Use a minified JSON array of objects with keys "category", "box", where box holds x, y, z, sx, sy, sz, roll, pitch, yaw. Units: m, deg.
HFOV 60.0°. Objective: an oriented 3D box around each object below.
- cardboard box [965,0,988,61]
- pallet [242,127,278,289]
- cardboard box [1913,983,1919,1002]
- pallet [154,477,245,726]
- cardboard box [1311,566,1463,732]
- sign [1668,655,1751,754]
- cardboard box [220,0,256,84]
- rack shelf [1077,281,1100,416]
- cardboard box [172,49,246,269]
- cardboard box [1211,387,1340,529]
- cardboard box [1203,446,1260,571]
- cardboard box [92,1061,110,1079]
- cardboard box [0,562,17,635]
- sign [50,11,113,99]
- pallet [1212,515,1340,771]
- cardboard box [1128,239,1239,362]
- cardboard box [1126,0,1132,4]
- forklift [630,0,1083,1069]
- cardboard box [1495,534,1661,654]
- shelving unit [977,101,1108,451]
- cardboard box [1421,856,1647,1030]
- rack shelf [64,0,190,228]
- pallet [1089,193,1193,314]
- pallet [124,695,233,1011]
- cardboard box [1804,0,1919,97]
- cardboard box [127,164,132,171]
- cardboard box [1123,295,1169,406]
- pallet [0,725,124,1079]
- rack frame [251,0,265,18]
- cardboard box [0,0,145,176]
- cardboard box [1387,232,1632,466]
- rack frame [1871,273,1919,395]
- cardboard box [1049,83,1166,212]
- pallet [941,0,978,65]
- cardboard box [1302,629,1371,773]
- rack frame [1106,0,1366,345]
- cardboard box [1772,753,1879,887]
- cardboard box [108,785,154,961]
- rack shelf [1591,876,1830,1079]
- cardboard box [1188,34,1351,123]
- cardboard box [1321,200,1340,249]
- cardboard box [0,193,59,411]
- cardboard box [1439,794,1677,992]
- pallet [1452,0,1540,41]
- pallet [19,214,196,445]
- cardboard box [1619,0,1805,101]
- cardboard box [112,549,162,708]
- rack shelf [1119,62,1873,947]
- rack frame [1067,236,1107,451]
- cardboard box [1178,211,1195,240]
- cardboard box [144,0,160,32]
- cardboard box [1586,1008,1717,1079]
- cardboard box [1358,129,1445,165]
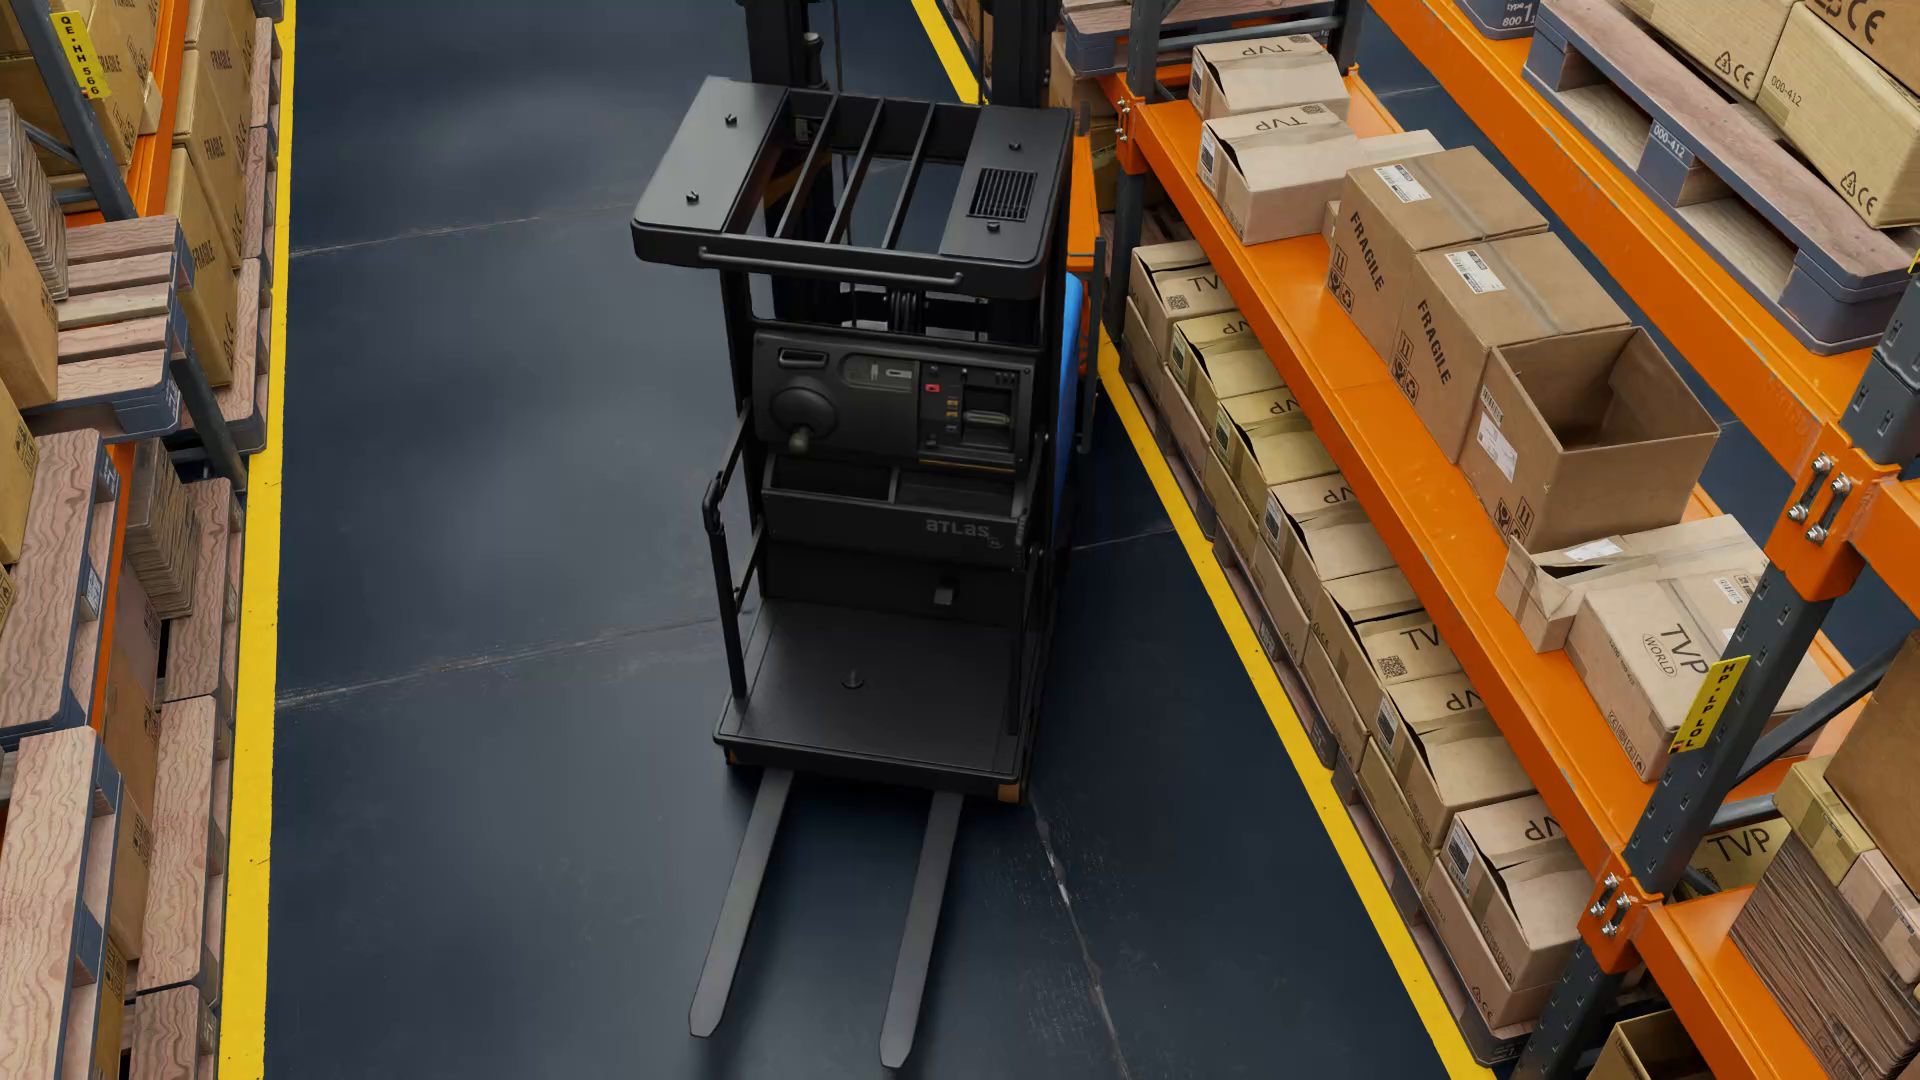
[{"category":"cardboard box","box":[0.332,-3.063,9.344,0.500,0.500,0.500,-10,46,-10]},{"category":"pallet","box":[-4.026,-1.628,8.448,1.003,0.211,1.213,-11,47,-10]},{"category":"cardboard box","box":[2.237,0.959,3.437,0.380,0.149,0.250,-12,47,-11]},{"category":"pallet","box":[-3.390,0.311,6.548,1.003,0.211,1.213,-11,47,-10]},{"category":"cardboard box","box":[1.578,0.337,5.808,0.500,0.311,0.500,-11,47,-10]},{"category":"sign","box":[1.701,0.377,3.776,0.100,0.325,0.005,-11,47,-10]},{"category":"cardboard box","box":[-4.320,-2.936,8.989,0.750,0.750,0.750,-10,46,-10]},{"category":"rack shelf","box":[0.328,-0.993,7.529,0.538,0.278,1.000,0,46,0]},{"category":"cardboard box","box":[-3.868,-1.737,7.814,0.750,0.750,0.750,-11,47,-11]},{"category":"cardboard box","box":[1.321,-0.365,6.497,0.500,0.311,0.500,-12,47,-11]},{"category":"cardboard box","box":[1.318,-0.178,6.706,0.500,0.250,0.500,-12,47,-11]},{"category":"cardboard box","box":[-2.769,1.773,4.605,0.700,0.500,0.500,-9,46,-9]},{"category":"cardboard box","box":[-2.997,0.174,4.352,0.700,0.500,0.500,-5,46,-5]},{"category":"sign","box":[-3.066,-1.688,5.800,0.100,0.325,0.005,-11,47,-10]},{"category":"pallet","box":[1.681,0.279,6.579,1.003,0.211,1.213,-11,47,-10]},{"category":"cardboard box","box":[1.050,-1.079,7.196,0.500,0.311,0.500,-9,46,-9]},{"category":"cardboard box","box":[0.929,-2.709,7.192,0.700,0.500,0.500,-26,51,-23]},{"category":"forklift","box":[-0.257,-0.354,5.295,1.130,2.935,3.031,7,46,7]},{"category":"cardboard box","box":[1.821,0.122,4.875,0.396,0.266,0.258,-12,47,-11]},{"category":"shelving unit","box":[0.328,-1.164,7.354,0.538,1.125,1.048,0,46,0]},{"category":"cardboard box","box":[1.837,1.231,5.326,0.500,0.250,0.500,-11,47,-11]},{"category":"rack shelf","box":[-4.100,-2.334,7.691,1.077,0.370,4.000,-11,47,-10]},{"category":"pallet","box":[1.045,-1.659,8.479,1.003,0.211,1.213,-11,47,-10]},{"category":"pallet","box":[-3.081,1.152,5.724,1.003,0.211,1.213,-11,47,-10]},{"category":"cardboard box","box":[2.104,-1.191,3.254,0.500,0.500,0.500,-10,46,-10]},{"category":"cardboard box","box":[-3.505,-1.569,6.600,0.380,0.149,0.250,-10,46,-10]},{"category":"cardboard box","box":[1.050,-0.882,7.396,0.500,0.250,0.500,-11,47,-10]},{"category":"pallet","box":[-2.619,1.070,3.986,1.003,0.211,1.213,-11,47,-10]},{"category":"rack frame","box":[-4.612,-3.966,8.788,1.000,3.000,0.127,-11,47,-10]},{"category":"cardboard box","box":[-3.465,-1.733,6.307,0.500,0.500,0.500,-9,46,-9]},{"category":"cardboard box","box":[1.779,-0.629,5.447,0.500,0.500,0.500,-11,47,-10]},{"category":"rack frame","box":[2.223,-1.451,2.122,1.000,3.000,0.127,-11,47,-10]},{"category":"cardboard box","box":[0.733,-1.995,8.298,0.500,0.500,0.500,-9,46,-9]},{"category":"pallet","box":[0.420,-3.344,10.130,1.003,0.211,1.213,-11,47,-10]},{"category":"cardboard box","box":[1.578,0.528,6.014,0.500,0.250,0.500,-10,46,-9]},{"category":"rack frame","box":[1.199,-2.113,6.971,1.000,3.000,0.127,-11,47,-10]},{"category":"cardboard box","box":[2.105,0.607,3.781,0.380,0.149,0.250,-11,47,-10]},{"category":"cardboard box","box":[-3.041,1.065,5.299,0.700,0.500,0.500,-10,46,-10]},{"category":"rack shelf","box":[2.735,2.281,3.169,1.077,0.370,4.000,-11,47,-10]},{"category":"cardboard box","box":[1.250,-1.823,6.749,0.500,0.311,0.500,-8,46,-8]},{"category":"cardboard box","box":[1.580,-1.155,6.208,0.380,0.149,0.250,-8,46,-7]},{"category":"cardboard box","box":[-3.289,-0.690,5.199,0.700,0.500,0.500,-15,47,-14]},{"category":"cardboard box","box":[1.843,1.041,5.119,0.500,0.311,0.500,-11,47,-10]},{"category":"pallet","box":[1.749,-1.873,4.768,1.003,0.211,1.213,-9,46,-8]},{"category":"pallet","box":[-3.303,-0.665,5.687,1.213,0.211,1.003,-11,47,-10]},{"category":"cardboard box","box":[1.932,-1.302,3.887,0.500,0.250,0.500,-15,47,-14]},{"category":"cardboard box","box":[-3.334,0.381,5.970,0.700,0.500,0.500,-11,47,-10]},{"category":"rack shelf","box":[1.711,-0.480,5.875,1.077,0.370,4.000,-11,47,-10]},{"category":"rack frame","box":[0.331,-0.801,6.998,0.500,1.125,0.032,0,46,0]},{"category":"cardboard box","box":[1.359,-1.759,8.066,0.500,0.500,0.500,-9,46,-9]},{"category":"cardboard box","box":[-3.716,-2.439,6.999,0.500,0.500,0.500,-11,47,-10]},{"category":"cardboard box","box":[2.039,1.579,4.459,0.500,0.500,0.500,-11,47,-10]},{"category":"cardboard box","box":[1.697,-1.455,6.502,0.380,0.149,0.250,-11,47,-10]}]
